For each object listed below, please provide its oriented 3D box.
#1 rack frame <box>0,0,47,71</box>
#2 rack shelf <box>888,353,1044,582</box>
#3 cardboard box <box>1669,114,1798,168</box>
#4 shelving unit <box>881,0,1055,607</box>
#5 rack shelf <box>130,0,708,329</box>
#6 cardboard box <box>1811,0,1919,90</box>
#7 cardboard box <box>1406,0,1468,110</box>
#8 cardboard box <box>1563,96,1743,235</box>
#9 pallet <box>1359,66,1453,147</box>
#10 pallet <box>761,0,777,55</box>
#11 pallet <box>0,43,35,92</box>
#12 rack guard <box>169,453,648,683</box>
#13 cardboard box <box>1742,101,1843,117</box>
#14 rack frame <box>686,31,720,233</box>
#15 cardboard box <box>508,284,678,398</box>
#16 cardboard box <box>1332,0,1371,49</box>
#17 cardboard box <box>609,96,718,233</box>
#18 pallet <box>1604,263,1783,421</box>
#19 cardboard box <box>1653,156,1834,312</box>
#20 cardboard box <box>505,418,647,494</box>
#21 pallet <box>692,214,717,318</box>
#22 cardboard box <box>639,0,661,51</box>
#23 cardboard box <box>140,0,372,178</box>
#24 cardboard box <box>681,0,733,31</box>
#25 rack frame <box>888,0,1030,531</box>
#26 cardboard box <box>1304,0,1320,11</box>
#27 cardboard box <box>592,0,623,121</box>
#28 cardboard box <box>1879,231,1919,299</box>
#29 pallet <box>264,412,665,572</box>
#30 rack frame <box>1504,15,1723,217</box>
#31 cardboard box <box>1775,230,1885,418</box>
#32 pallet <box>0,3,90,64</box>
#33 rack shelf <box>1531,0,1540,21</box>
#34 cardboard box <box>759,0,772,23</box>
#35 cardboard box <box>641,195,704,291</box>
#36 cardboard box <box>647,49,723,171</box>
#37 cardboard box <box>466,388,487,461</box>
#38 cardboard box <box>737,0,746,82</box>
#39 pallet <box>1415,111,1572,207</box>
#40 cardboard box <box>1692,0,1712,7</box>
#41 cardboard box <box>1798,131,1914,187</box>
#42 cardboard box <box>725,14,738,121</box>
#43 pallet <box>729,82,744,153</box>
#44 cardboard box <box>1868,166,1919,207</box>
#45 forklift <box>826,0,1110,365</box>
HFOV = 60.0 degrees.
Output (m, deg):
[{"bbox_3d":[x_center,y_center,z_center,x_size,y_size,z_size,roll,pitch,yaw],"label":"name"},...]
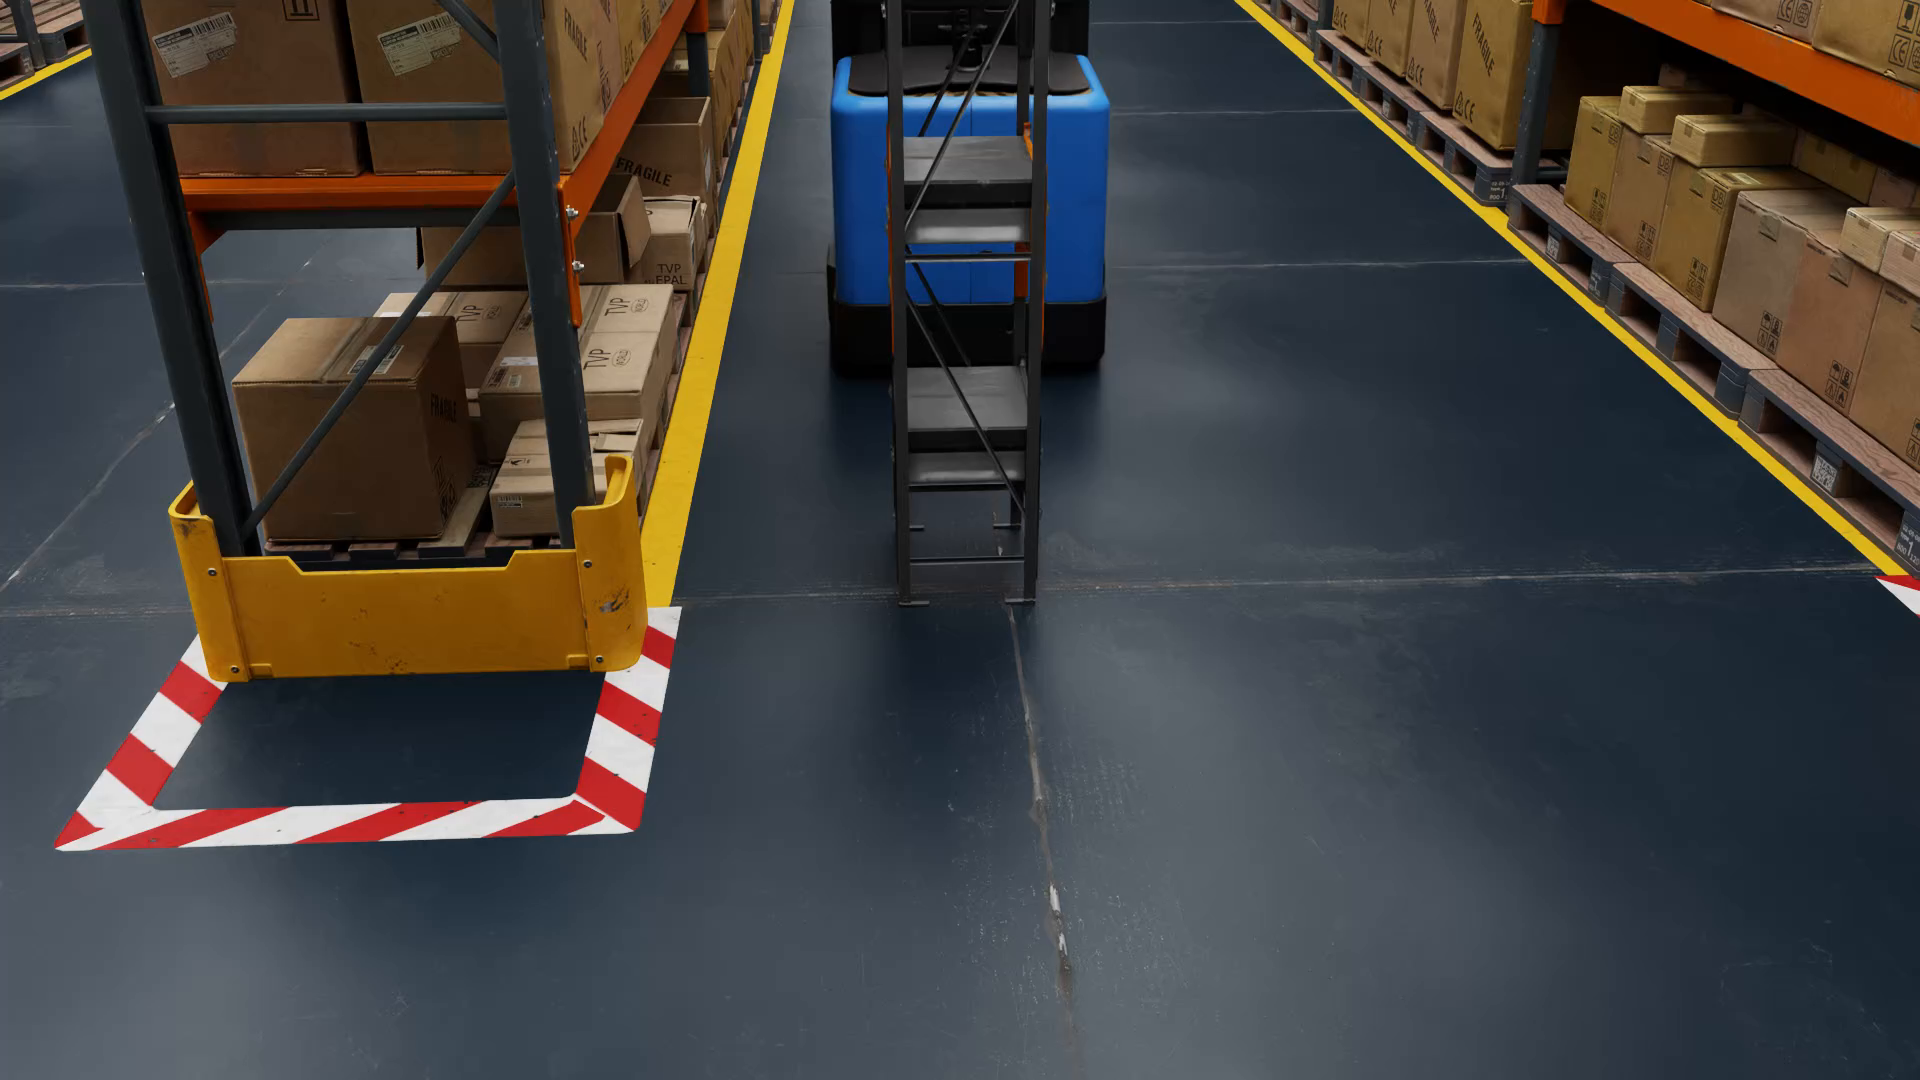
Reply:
[{"bbox_3d":[-6.841,-4.577,10.783,1.000,3.000,0.127,-1,28,-3],"label":"rack frame"},{"bbox_3d":[0.009,-0.222,4.948,0.431,0.518,0.480,-1,28,-3],"label":"rack shelf"},{"bbox_3d":[3.061,-1.583,6.590,0.380,0.149,0.250,-2,28,-4],"label":"cardboard box"},{"bbox_3d":[0.009,-0.855,4.618,0.431,2.100,0.503,-1,28,-3],"label":"shelving unit"},{"bbox_3d":[-1.581,-1.605,5.862,1.077,0.370,4.000,-1,28,-3],"label":"rack shelf"},{"bbox_3d":[3.384,-1.826,5.183,0.980,0.700,0.700,-2,28,-3],"label":"cardboard box"},{"bbox_3d":[3.048,-2.910,9.456,0.750,0.750,0.750,-1,28,-1],"label":"cardboard box"},{"bbox_3d":[3.198,-1.699,7.514,0.700,0.500,0.500,-1,28,-2],"label":"cardboard box"},{"bbox_3d":[3.079,-2.652,10.107,1.003,0.211,1.213,-1,28,-3],"label":"pallet"},{"bbox_3d":[-1.898,-3.840,12.384,1.003,0.211,1.213,-1,28,-3],"label":"pallet"},{"bbox_3d":[-6.758,-2.978,10.731,1.003,0.211,1.213,-1,28,-3],"label":"pallet"},{"bbox_3d":[-1.480,0.072,4.570,1.175,0.500,0.348,-1,28,-3],"label":"rack guard"},{"bbox_3d":[3.433,-1.694,6.801,0.380,0.149,0.250,-2,28,-4],"label":"cardboard box"},{"bbox_3d":[-1.685,-2.848,7.467,1.000,3.000,0.127,-1,28,-3],"label":"rack frame"},{"bbox_3d":[-1.274,-0.696,5.839,0.500,0.250,0.500,-1,28,-3],"label":"cardboard box"},{"bbox_3d":[2.960,-3.707,10.984,0.750,0.750,0.750,-2,28,-3],"label":"cardboard box"},{"bbox_3d":[-1.372,-1.678,7.452,0.500,0.500,0.500,-1,28,-3],"label":"cardboard box"},{"bbox_3d":[3.290,-0.815,6.585,1.003,0.211,1.213,-1,28,-3],"label":"pallet"},{"bbox_3d":[3.245,-1.230,6.614,0.700,0.500,0.500,-1,28,-1],"label":"cardboard box"},{"bbox_3d":[-1.168,-0.257,5.087,0.380,0.166,0.250,-1,28,-3],"label":"cardboard box"},{"bbox_3d":[-1.651,-1.294,7.504,1.003,0.211,1.213,-1,28,-3],"label":"pallet"},{"bbox_3d":[-1.316,-1.957,5.651,0.500,0.500,0.500,-1,28,-2],"label":"cardboard box"},{"bbox_3d":[-1.772,-1.245,4.286,0.500,0.500,0.500,-1,28,-1],"label":"cardboard box"},{"bbox_3d":[-1.520,-2.958,9.095,0.500,0.250,0.500,-1,28,-3],"label":"cardboard box"},{"bbox_3d":[-0.004,-0.967,4.834,0.400,2.100,0.015,-1,28,-3],"label":"rack frame"},{"bbox_3d":[2.963,-4.235,12.353,0.700,0.500,0.500,-1,28,-2],"label":"cardboard box"},{"bbox_3d":[-1.269,-1.494,4.764,0.500,0.500,0.500,-2,28,-3],"label":"cardboard box"},{"bbox_3d":[3.145,-0.863,5.209,0.380,0.149,0.250,-2,28,-3],"label":"cardboard box"},{"bbox_3d":[-1.523,-0.167,5.343,1.003,0.211,1.213,-1,28,-3],"label":"pallet"},{"bbox_3d":[3.261,-2.969,7.700,1.000,3.000,0.127,-1,28,-3],"label":"rack frame"},{"bbox_3d":[3.308,-0.752,5.697,0.700,0.500,0.500,-1,28,-3],"label":"cardboard box"},{"bbox_3d":[-6.843,-3.700,12.115,1.003,0.211,1.213,-1,28,-3],"label":"pallet"},{"bbox_3d":[3.157,-3.574,9.637,1.077,0.370,4.000,-1,28,-3],"label":"rack shelf"},{"bbox_3d":[-1.628,-3.911,12.025,0.500,0.250,0.500,-1,28,-3],"label":"cardboard box"},{"bbox_3d":[-1.333,-1.248,6.831,0.500,0.311,0.500,-1,28,-3],"label":"cardboard box"},{"bbox_3d":[-1.467,-2.164,8.383,0.500,0.500,0.500,-3,28,-5],"label":"cardboard box"},{"bbox_3d":[-1.682,-0.374,5.311,0.380,0.166,0.250,-1,28,-3],"label":"cardboard box"},{"bbox_3d":[-1.584,-3.117,10.209,0.500,0.500,0.500,-2,28,-5],"label":"cardboard box"},{"bbox_3d":[3.146,-2.087,9.024,1.003,0.211,1.213,-1,28,-3],"label":"pallet"},{"bbox_3d":[3.306,-2.514,6.503,0.980,0.700,0.700,-2,28,-4],"label":"cardboard box"},{"bbox_3d":[3.459,-1.458,6.349,0.380,0.149,0.250,-2,28,-4],"label":"cardboard box"},{"bbox_3d":[-1.525,-2.641,9.297,0.500,0.500,0.500,-1,28,-2],"label":"cardboard box"},{"bbox_3d":[-1.832,-2.551,9.913,1.003,0.211,1.213,-1,28,-3],"label":"pallet"},{"bbox_3d":[3.486,-1.223,5.898,0.380,0.149,0.250,-1,28,-2],"label":"cardboard box"},{"bbox_3d":[-0.009,-2.614,7.093,1.130,2.935,3.031,-1,28,-2],"label":"forklift"}]
